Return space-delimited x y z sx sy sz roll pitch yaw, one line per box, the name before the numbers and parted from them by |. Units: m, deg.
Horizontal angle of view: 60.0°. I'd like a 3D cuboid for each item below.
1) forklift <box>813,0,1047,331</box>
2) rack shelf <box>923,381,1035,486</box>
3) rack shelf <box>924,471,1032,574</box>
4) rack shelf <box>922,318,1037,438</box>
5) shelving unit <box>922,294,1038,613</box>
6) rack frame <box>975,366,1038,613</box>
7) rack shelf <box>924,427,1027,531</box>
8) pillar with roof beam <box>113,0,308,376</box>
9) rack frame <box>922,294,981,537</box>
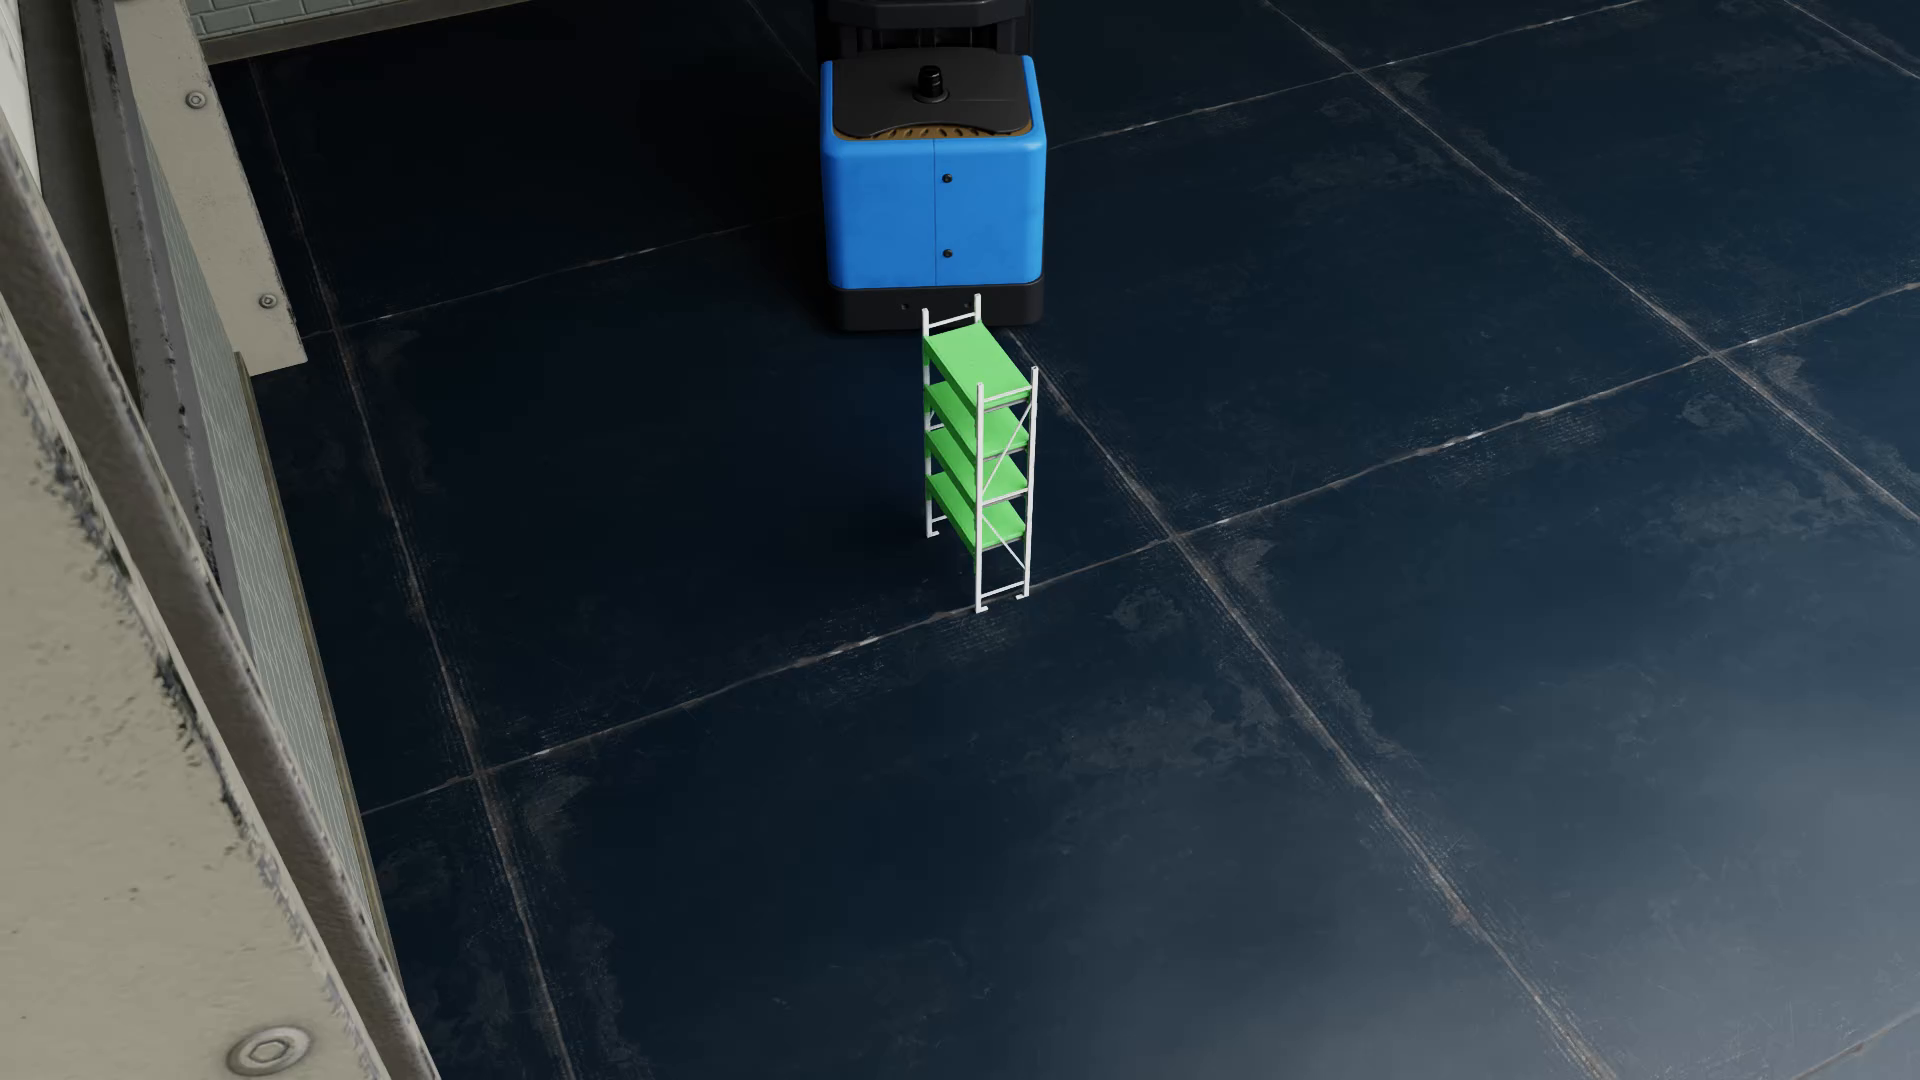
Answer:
forklift | -0.195 -3.079 8.153 1.130 2.935 3.031 -2 45 -2
rack shelf | 0.070 -0.447 6.467 0.258 0.148 0.480 -18 47 -17
rack shelf | 0.070 -0.105 6.804 0.258 0.148 0.480 -18 47 -17
rack shelf | 0.070 -0.618 6.298 0.258 0.148 0.480 -18 47 -17
shelving unit | 0.070 -0.322 6.591 0.258 1.200 0.503 -18 47 -17
rack frame | 0.172 -0.166 6.433 0.240 1.200 0.015 -18 47 -17
rack shelf | 0.070 -0.276 6.635 0.258 0.148 0.480 -18 47 -17
pillar with roof beam | 0.550 -5.414 6.199 9.100 9.000 0.400 -18 47 -17
rack frame | -0.033 -0.477 6.748 0.240 1.200 0.015 -18 47 -17
